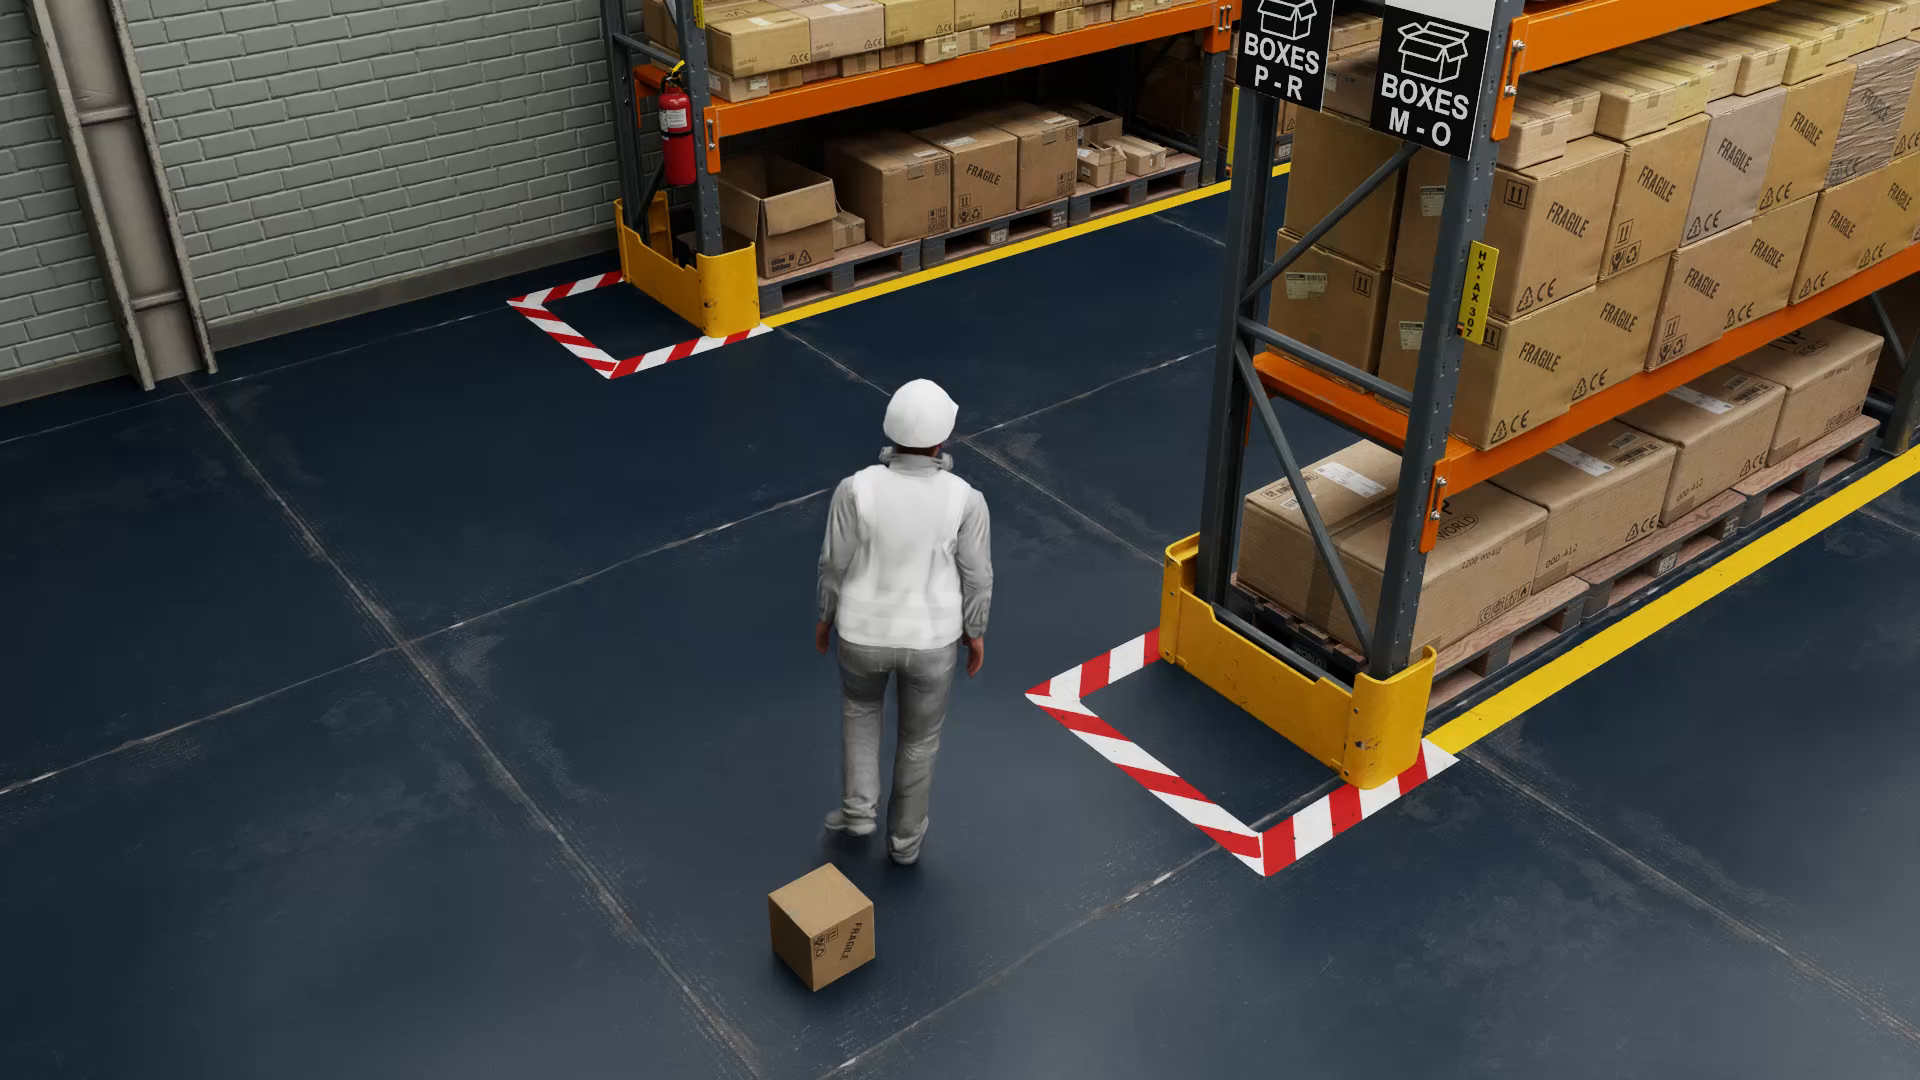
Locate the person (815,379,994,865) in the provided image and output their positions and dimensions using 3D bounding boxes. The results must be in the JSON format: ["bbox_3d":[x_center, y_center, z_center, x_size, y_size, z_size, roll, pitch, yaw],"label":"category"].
[{"bbox_3d":[-0.190,0.294,5.629,0.606,1.755,0.519,2,32,4],"label":"person"}]
